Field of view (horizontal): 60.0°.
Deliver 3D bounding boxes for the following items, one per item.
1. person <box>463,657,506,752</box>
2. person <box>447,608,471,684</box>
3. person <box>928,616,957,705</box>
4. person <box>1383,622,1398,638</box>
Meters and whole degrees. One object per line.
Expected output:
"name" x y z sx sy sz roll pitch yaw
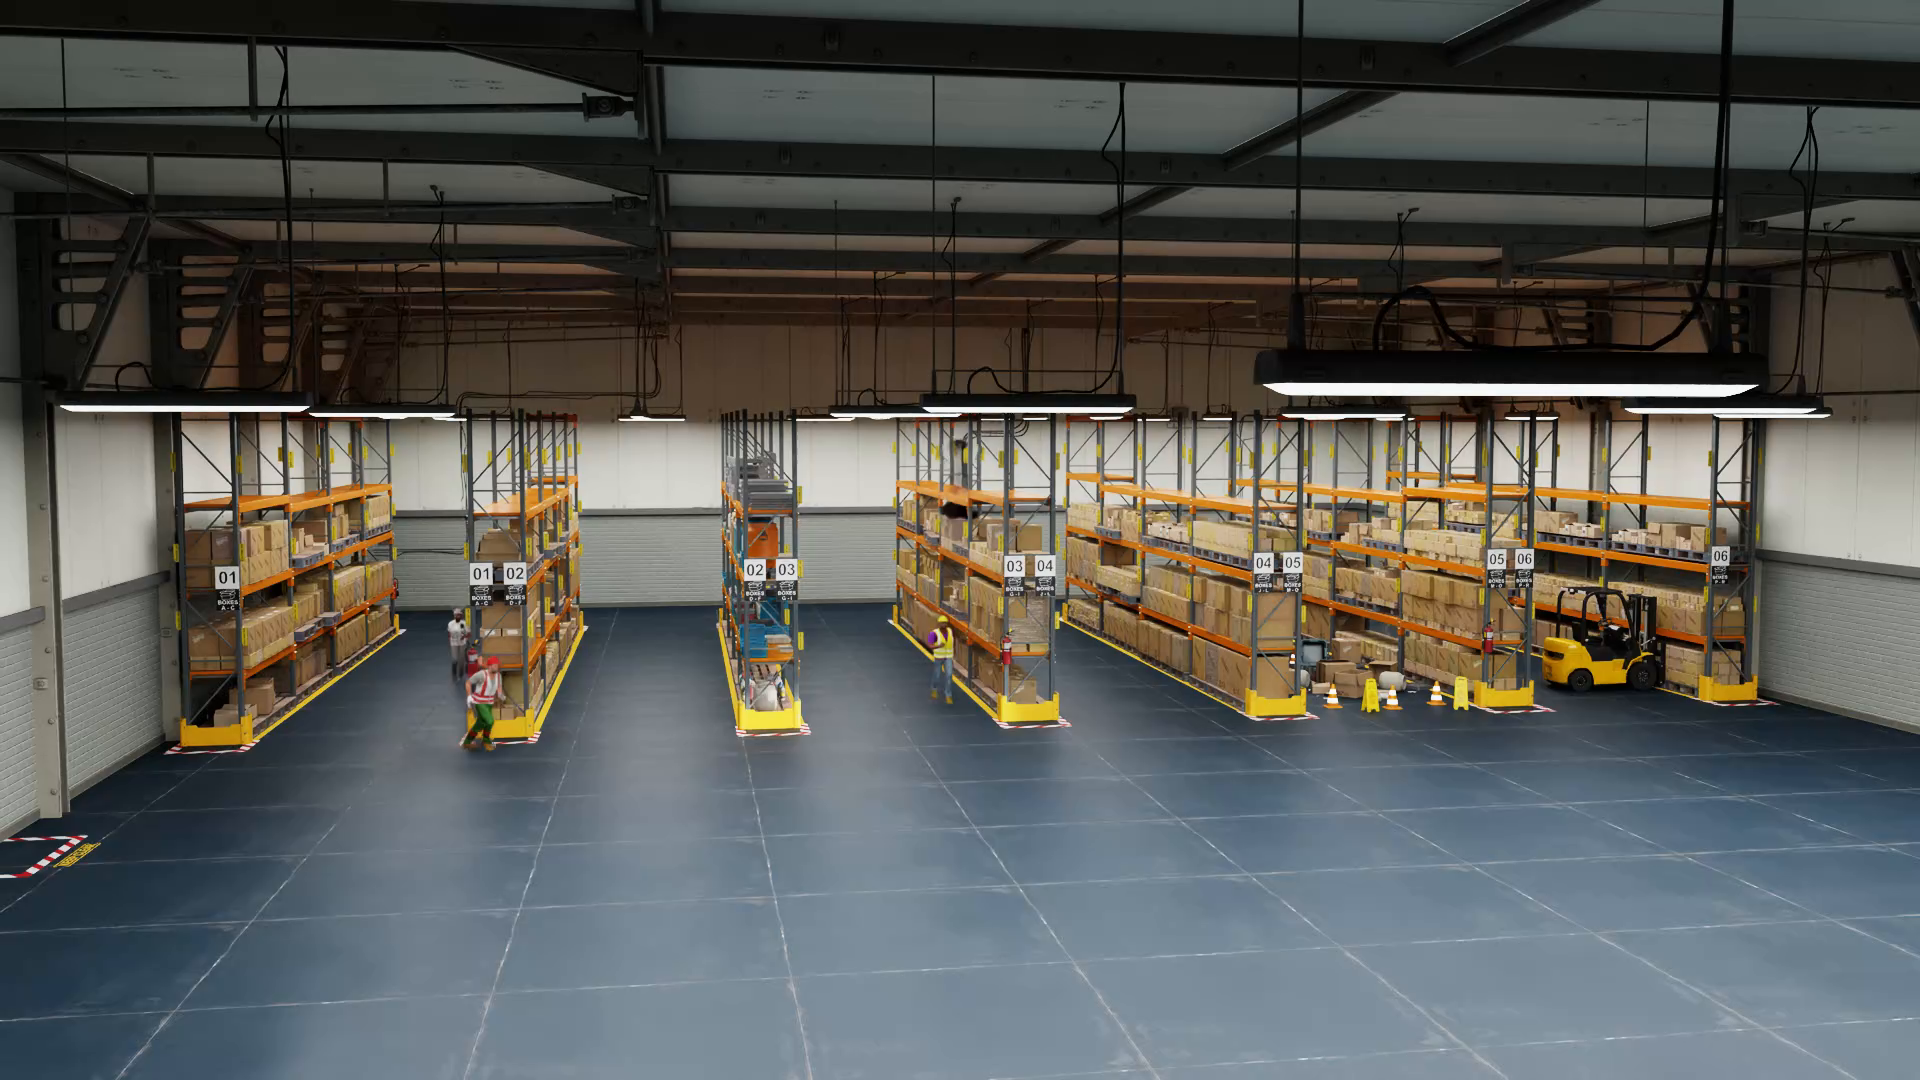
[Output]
"person" -8.351 2.874 29.073 0.865 1.711 0.697 2 5 30
"person" -11.029 2.339 36.591 0.555 1.667 0.624 -1 4 -11
"person" -0.366 2.433 34.111 0.688 1.780 0.950 -1 4 -18
"person" 11.548 1.802 44.259 0.597 1.695 0.855 -1 4 -16
